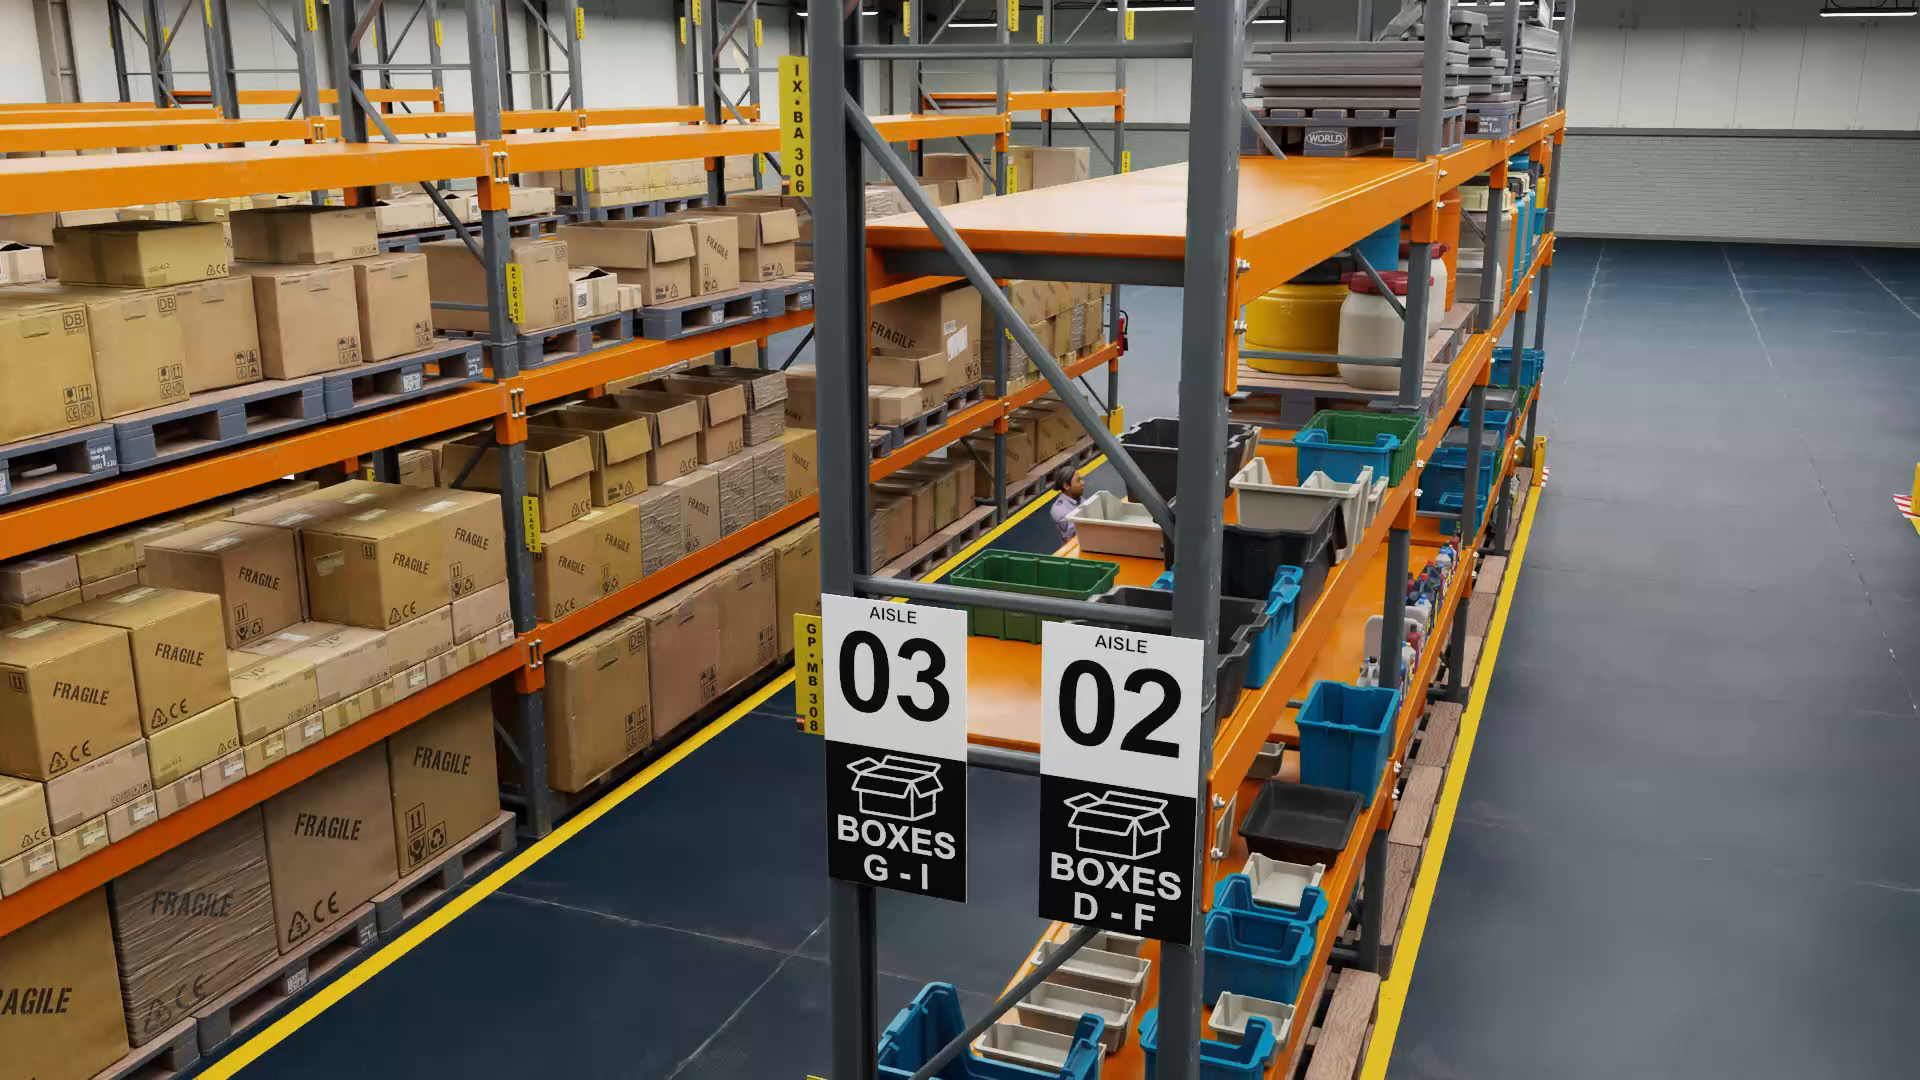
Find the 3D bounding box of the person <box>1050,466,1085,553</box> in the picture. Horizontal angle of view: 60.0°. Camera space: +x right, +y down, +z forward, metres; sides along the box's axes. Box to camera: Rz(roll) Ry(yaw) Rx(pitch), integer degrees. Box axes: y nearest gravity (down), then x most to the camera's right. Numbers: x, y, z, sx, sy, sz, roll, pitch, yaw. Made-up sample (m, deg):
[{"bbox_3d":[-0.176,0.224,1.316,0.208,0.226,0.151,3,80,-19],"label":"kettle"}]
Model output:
[{"bbox_3d":[0.942,0.250,12.675,0.524,1.634,0.452,6,17,21],"label":"person"}]
